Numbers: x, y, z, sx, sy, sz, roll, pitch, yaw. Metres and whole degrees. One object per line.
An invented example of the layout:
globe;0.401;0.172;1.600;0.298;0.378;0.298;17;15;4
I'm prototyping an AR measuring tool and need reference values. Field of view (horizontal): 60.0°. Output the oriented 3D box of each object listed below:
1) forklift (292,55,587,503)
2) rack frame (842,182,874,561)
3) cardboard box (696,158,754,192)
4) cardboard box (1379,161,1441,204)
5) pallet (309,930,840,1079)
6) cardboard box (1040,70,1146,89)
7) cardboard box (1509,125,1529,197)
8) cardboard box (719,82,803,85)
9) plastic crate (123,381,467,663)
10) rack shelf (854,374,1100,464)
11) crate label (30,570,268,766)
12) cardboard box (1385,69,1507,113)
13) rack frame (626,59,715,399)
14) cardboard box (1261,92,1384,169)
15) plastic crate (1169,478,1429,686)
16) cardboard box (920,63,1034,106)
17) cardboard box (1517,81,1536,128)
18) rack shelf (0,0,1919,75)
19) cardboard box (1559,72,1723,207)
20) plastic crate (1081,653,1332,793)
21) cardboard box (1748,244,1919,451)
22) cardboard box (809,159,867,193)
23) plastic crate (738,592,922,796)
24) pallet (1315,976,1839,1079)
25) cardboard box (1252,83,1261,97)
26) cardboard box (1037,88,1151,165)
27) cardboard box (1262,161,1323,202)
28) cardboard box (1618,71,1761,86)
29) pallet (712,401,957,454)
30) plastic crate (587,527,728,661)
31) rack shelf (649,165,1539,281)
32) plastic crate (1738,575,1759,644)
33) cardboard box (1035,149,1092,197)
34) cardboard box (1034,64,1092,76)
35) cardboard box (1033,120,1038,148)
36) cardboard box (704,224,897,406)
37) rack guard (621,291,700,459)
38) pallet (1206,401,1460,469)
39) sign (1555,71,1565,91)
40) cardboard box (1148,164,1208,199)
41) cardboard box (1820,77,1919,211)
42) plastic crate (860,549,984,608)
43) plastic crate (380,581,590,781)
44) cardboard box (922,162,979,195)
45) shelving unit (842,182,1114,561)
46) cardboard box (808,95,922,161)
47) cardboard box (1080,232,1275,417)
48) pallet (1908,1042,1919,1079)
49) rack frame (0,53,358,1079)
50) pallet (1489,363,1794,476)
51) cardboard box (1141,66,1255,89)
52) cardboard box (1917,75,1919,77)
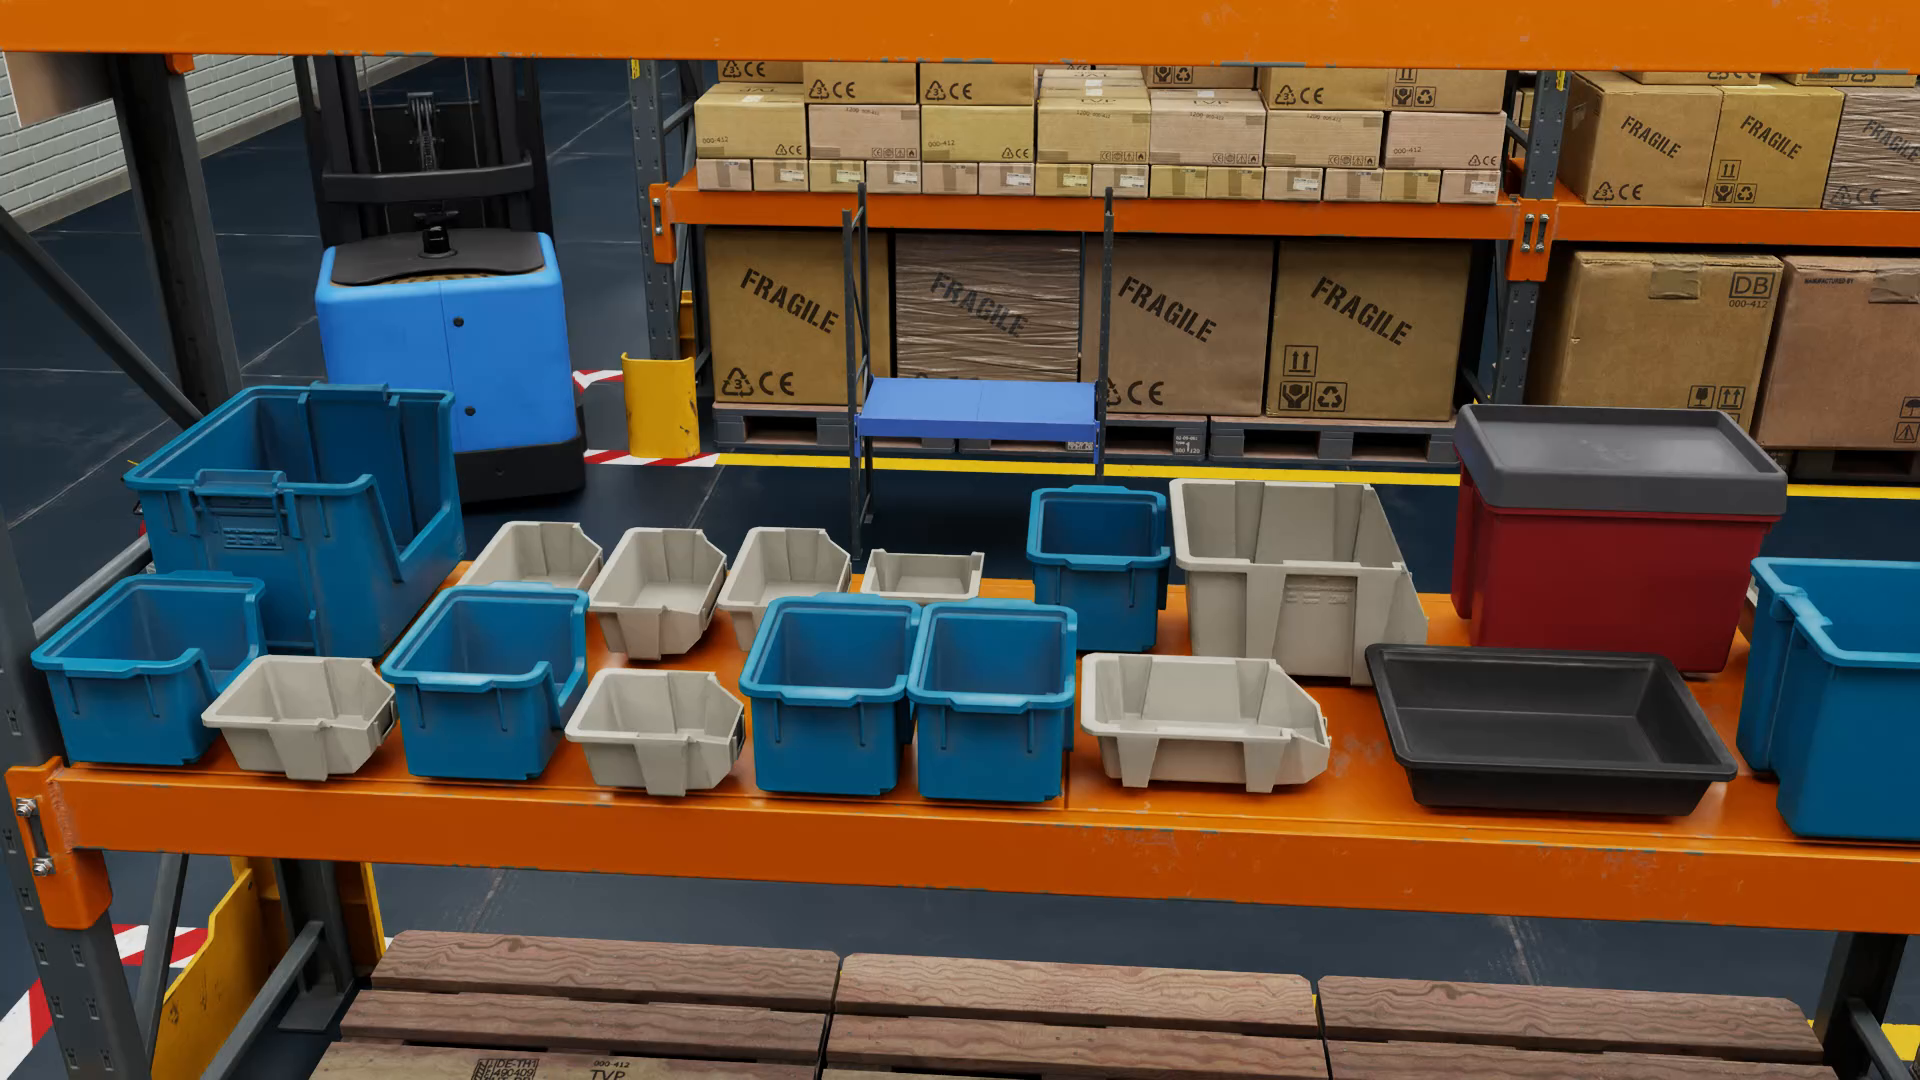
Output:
forklift;-2.623;-2.040;8.178;1.130;2.935;3.031;-7;26;-15
rack frame;-0.422;-0.695;6.966;0.032;1.500;0.500;2;25;4
cardboard box;-1.060;-1.741;7.745;0.250;0.149;0.380;2;25;5
cardboard box;2.013;-1.643;7.533;0.250;0.149;0.380;2;25;5
pallet;-0.949;1.370;4.021;1.213;0.211;1.003;2;25;4
cardboard box;0.648;-2.118;8.089;0.500;0.250;0.500;2;25;4
cardboard box;4.324;-2.845;12.332;0.500;0.500;0.500;3;25;6
cardboard box;-0.885;-2.166;8.192;0.500;0.250;0.500;1;25;3
plastic crate;-1.420;-0.050;3.656;0.499;0.435;0.616;2;25;4
rack shelf;0.085;-0.515;7.006;1.000;0.185;0.538;2;25;4
crate label;-1.547;0.254;3.237;0.303;0.233;0.416;2;25;4
cardboard box;2.121;-2.187;7.341;0.500;0.500;0.500;3;25;6
rack frame;-1.389;-2.004;8.017;0.127;3.000;1.000;2;25;4
cardboard box;1.623;-1.863;7.534;0.500;0.250;0.500;3;25;6
plastic crate;0.712;0.089;3.537;0.530;0.282;0.437;2;25;4
cardboard box;0.085;-2.254;7.486;0.500;0.500;0.500;1;25;3
cardboard box;4.328;-3.186;12.176;0.500;0.250;0.500;3;25;5
rack shelf;0.226;-0.911;2.915;4.000;0.370;1.077;2;25;4
cardboard box;3.039;-1.802;7.459;0.500;0.500;0.500;2;25;4
plastic crate;0.461;0.351;3.143;0.466;0.136;0.293;2;25;4
cardboard box;4.130;-1.061;8.007;0.875;0.875;1.225;1;25;2
cardboard box;-0.549;-1.725;7.711;0.250;0.149;0.380;1;25;3
plastic crate;-0.234;0.296;3.146;0.300;0.233;0.416;2;25;4
pallet;1.484;1.448;3.851;1.213;0.211;1.003;2;25;4
cardboard box;1.656;-2.085;8.017;0.500;0.250;0.500;2;25;4
cardboard box;0.609;-1.897;7.608;0.500;0.250;0.500;1;25;3
cardboard box;1.501;-1.660;7.569;0.250;0.149;0.380;2;25;5
cardboard box;3.237;-2.360;7.471;0.637;0.503;0.797;1;25;3
pallet;-0.586;-0.744;8.615;1.213;0.211;1.003;2;25;4
plastic crate;-0.653;0.119;3.647;0.243;0.136;0.396;2;25;4
rack shelf;0.605;-1.613;8.028;4.000;0.370;1.077;2;25;4
plastic crate;1.767;0.207;3.456;0.243;0.136;0.396;2;25;4
cardboard box;0.474;-1.692;7.640;0.250;0.149;0.380;1;25;3
cardboard box;0.949;-5.156;17.429;0.875;0.438;0.875;2;25;5
cardboard box;0.269;-1.975;8.255;0.250;0.149;0.380;2;25;4
cardboard box;-0.745;-1.242;8.401;0.875;0.875;0.875;2;25;4
rack guard;-1.413;-0.869;8.541;0.348;0.500;1.175;2;25;4
pallet;1.847;-0.666;8.445;1.213;0.211;1.003;2;25;4
sign;2.559;-2.074;7.038;0.005;0.325;0.100;2;25;4
cardboard box;0.989;-1.676;7.604;0.250;0.149;0.380;1;25;3
cardboard box;4.039;-1.770;7.390;0.500;0.500;0.500;1;25;3
plastic crate;-0.077;0.119;3.646;0.250;0.136;0.298;2;25;4
plastic crate;-0.891;0.275;3.192;0.300;0.233;0.416;2;25;4
cardboard box;-0.035;-1.709;7.676;0.250;0.149;0.380;1;25;3
shelving unit;0.085;-0.679;6.931;1.048;1.500;0.538;2;25;4
cardboard box;-0.412;-1.929;7.678;0.500;0.250;0.500;2;25;3
cardboard box;1.050;-1.185;8.276;0.875;0.875;0.875;2;25;4
pallet;2.986;1.497;3.744;1.213;0.211;1.003;2;25;4
rack frame;-1.768;0.060;3.530;0.127;3.000;1.000;2;25;4
pallet;3.375;-0.616;8.336;1.213;0.211;1.003;2;25;4
cardboard box;1.132;-2.439;7.889;0.500;0.500;0.500;1;25;2
cardboard box;4.541;-2.320;7.384;0.637;0.503;0.797;3;25;6
